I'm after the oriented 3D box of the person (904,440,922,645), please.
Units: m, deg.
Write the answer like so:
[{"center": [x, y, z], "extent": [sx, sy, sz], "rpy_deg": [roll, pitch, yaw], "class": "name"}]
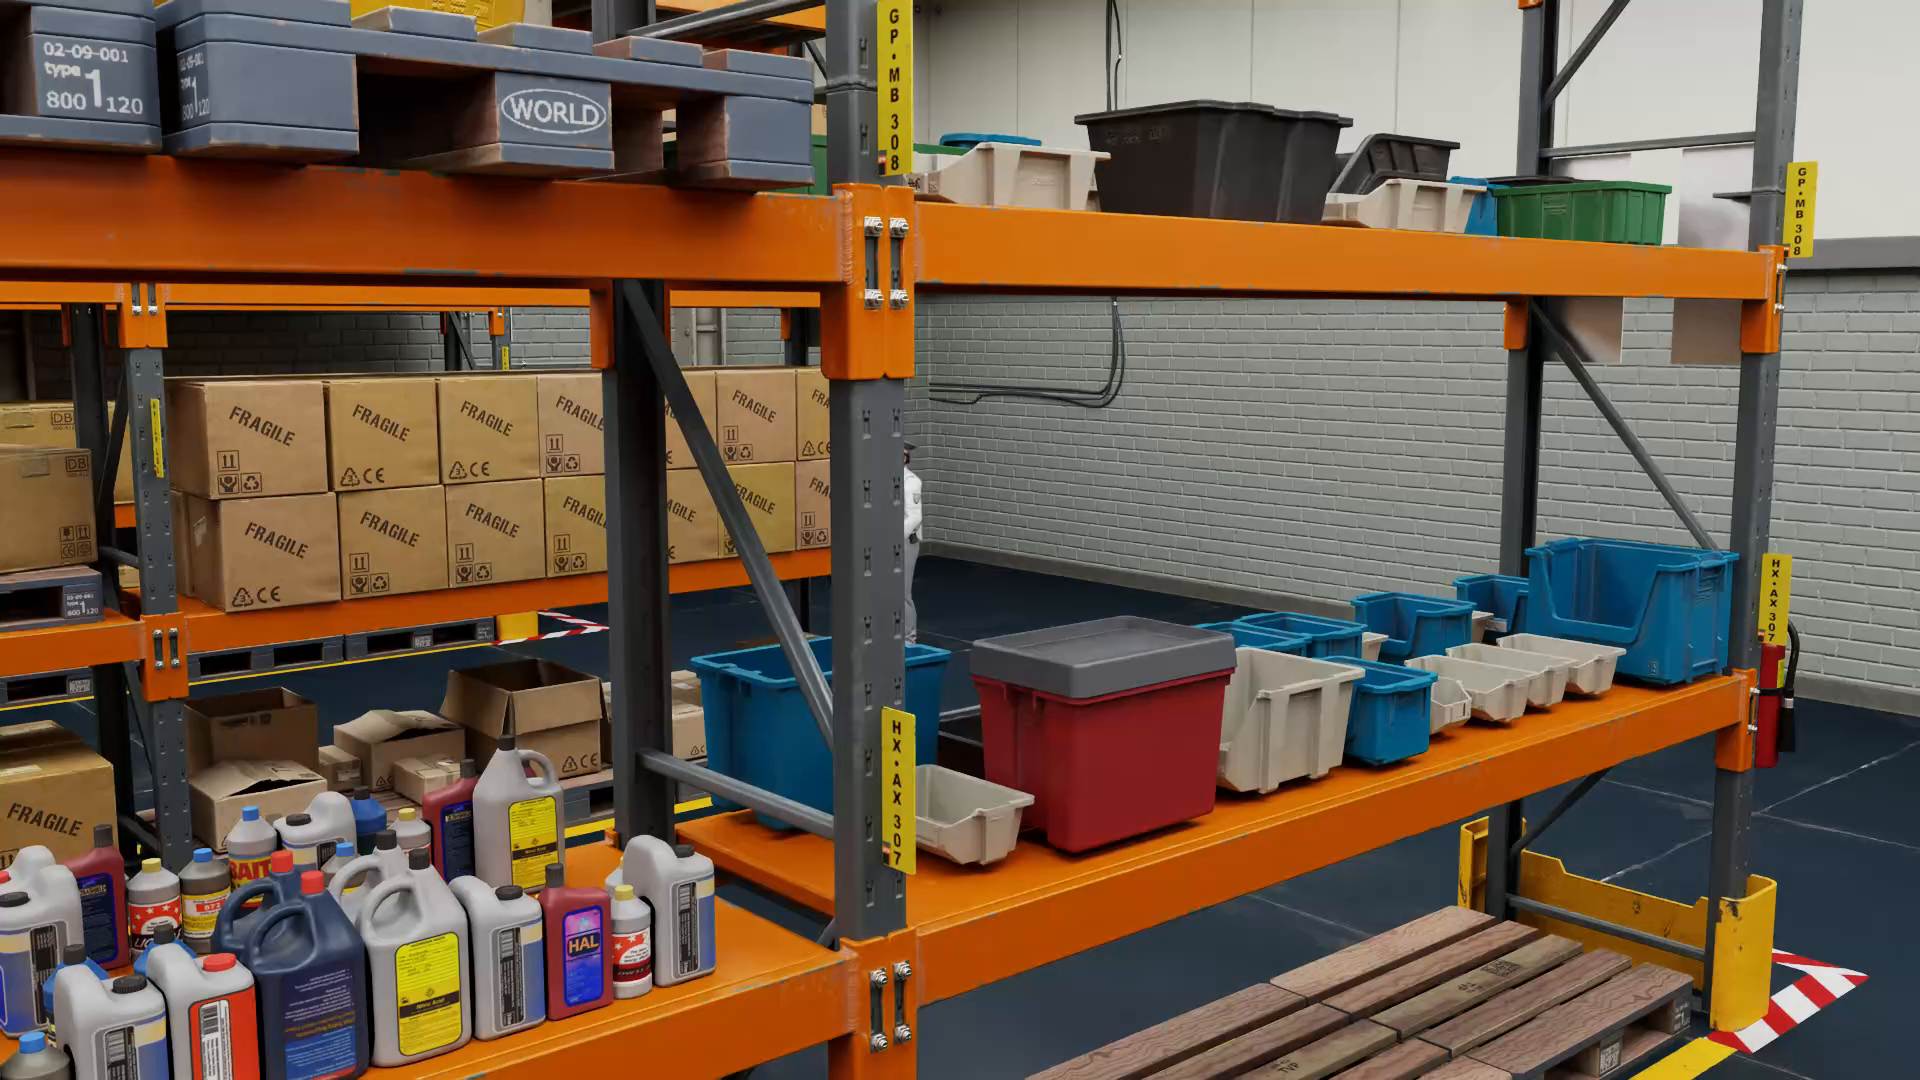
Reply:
[{"center": [-0.513, 0.044, 12.863], "extent": [0.411, 1.684, 0.500], "rpy_deg": [-7, 10, -42], "class": "person"}]
